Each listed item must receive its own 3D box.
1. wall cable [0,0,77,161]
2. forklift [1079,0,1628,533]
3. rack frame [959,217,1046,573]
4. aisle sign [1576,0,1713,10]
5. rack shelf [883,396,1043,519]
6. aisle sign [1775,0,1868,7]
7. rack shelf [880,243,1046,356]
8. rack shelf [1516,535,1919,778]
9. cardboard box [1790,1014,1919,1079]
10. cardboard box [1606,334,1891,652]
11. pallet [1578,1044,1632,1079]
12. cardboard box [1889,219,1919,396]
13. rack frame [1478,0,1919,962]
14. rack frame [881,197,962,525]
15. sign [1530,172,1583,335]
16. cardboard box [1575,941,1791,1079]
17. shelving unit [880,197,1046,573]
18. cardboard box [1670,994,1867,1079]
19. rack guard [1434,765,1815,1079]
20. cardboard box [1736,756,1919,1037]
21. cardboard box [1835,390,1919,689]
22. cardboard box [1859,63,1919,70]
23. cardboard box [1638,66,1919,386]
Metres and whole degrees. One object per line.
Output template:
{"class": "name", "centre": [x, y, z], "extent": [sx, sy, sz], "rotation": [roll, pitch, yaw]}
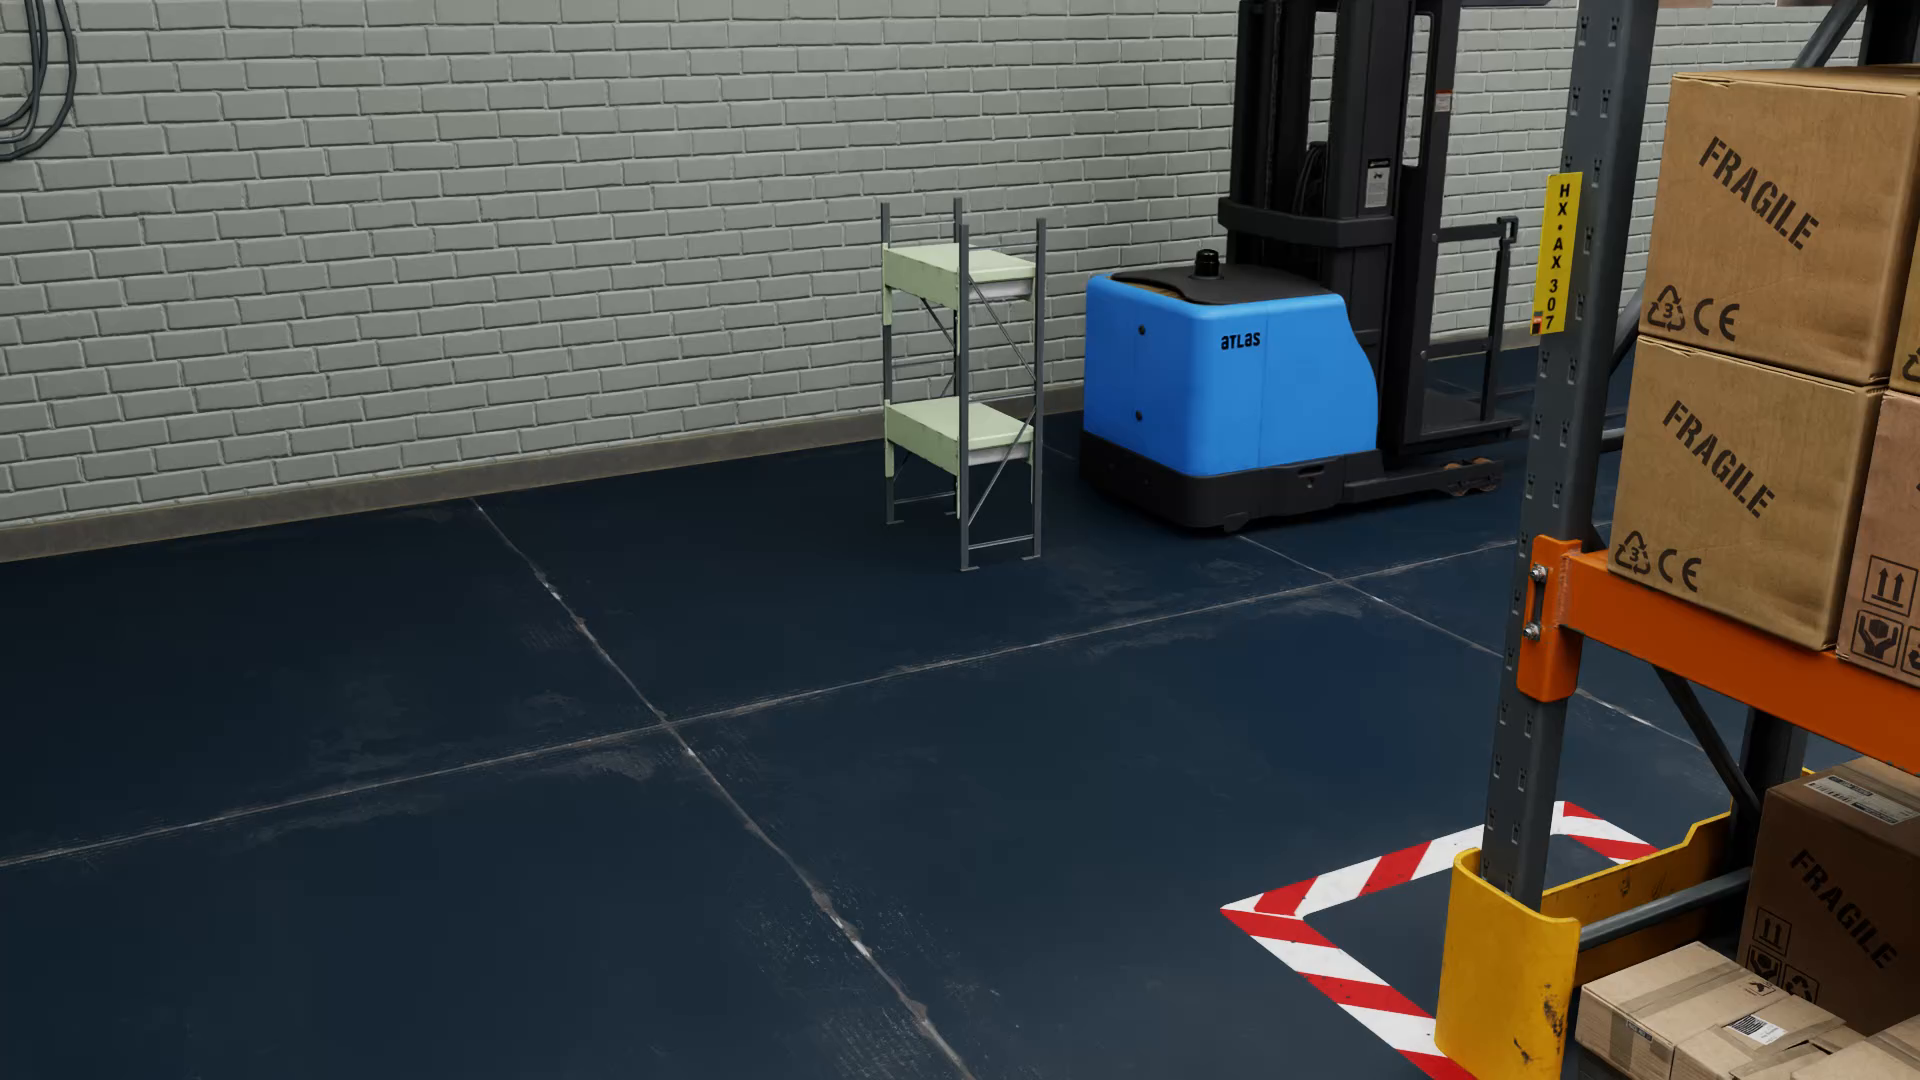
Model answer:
{"class": "wall cable", "centre": [-5.032, -2.537, 5.948], "extent": [3.097, 2.526, 0.112], "rotation": [-10, 21, -27]}
{"class": "forklift", "centre": [2.146, -1.741, 8.183], "extent": [3.031, 2.935, 1.130], "rotation": [-10, 21, -26]}
{"class": "rack frame", "centre": [0.177, -0.602, 7.077], "extent": [0.400, 1.500, 0.023], "rotation": [-10, 21, -27]}
{"class": "aisle sign", "centre": [1.406, -1.461, 3.282], "extent": [0.394, 0.787, 0.004], "rotation": [-10, 21, -27]}
{"class": "rack shelf", "centre": [0.003, -0.399, 7.488], "extent": [0.431, 0.370, 0.720], "rotation": [-10, 21, -27]}
{"class": "aisle sign", "centre": [1.934, -1.554, 3.551], "extent": [0.394, 0.787, 0.004], "rotation": [-10, 21, -27]}
{"class": "rack shelf", "centre": [0.003, -1.076, 7.254], "extent": [0.431, 0.370, 0.720], "rotation": [-10, 21, -27]}
{"class": "rack shelf", "centre": [2.647, 0.656, 2.234], "extent": [1.077, 0.370, 4.000], "rotation": [-10, 21, -27]}
{"class": "cardboard box", "centre": [1.943, 1.177, 3.162], "extent": [0.500, 0.250, 0.500], "rotation": [-10, 21, -27]}
{"class": "cardboard box", "centre": [1.676, -0.137, 3.277], "extent": [0.500, 0.500, 0.500], "rotation": [-9, 21, -26]}
{"class": "pallet", "centre": [2.113, 1.311, 3.510], "extent": [1.003, 0.211, 1.213], "rotation": [-10, 21, -27]}
{"class": "cardboard box", "centre": [1.931, -0.461, 2.683], "extent": [0.500, 0.500, 0.500], "rotation": [-10, 21, -26]}
{"class": "rack frame", "centre": [1.697, -0.258, 3.781], "extent": [1.000, 3.000, 0.127], "rotation": [-10, 21, -27]}
{"class": "rack frame", "centre": [-0.171, -0.812, 7.686], "extent": [0.400, 1.500, 0.023], "rotation": [-10, 21, -27]}
{"class": "sign", "centre": [1.220, -0.583, 3.396], "extent": [0.100, 0.325, 0.005], "rotation": [-10, 21, -27]}
{"class": "cardboard box", "centre": [1.594, 1.055, 3.672], "extent": [0.380, 0.149, 0.250], "rotation": [-10, 21, -27]}
{"class": "shelving unit", "centre": [0.003, -0.707, 7.381], "extent": [0.431, 1.500, 0.755], "rotation": [-10, 21, -27]}
{"class": "cardboard box", "centre": [1.712, 1.118, 3.461], "extent": [0.380, 0.166, 0.250], "rotation": [-10, 21, -27]}
{"class": "rack guard", "centre": [1.733, 0.945, 4.125], "extent": [1.175, 0.500, 0.348], "rotation": [-10, 21, -27]}
{"class": "cardboard box", "centre": [2.172, 0.833, 3.775], "extent": [0.500, 0.500, 0.500], "rotation": [-10, 21, -27]}
{"class": "cardboard box", "centre": [1.925, 0.010, 2.850], "extent": [0.500, 0.500, 0.500], "rotation": [-10, 22, -27]}
{"class": "cardboard box", "centre": [2.150, -0.693, 3.355], "extent": [0.500, 0.500, 0.500], "rotation": [-10, 22, -27]}
{"class": "cardboard box", "centre": [1.676, -0.610, 3.114], "extent": [0.500, 0.500, 0.500], "rotation": [-9, 21, -25]}
